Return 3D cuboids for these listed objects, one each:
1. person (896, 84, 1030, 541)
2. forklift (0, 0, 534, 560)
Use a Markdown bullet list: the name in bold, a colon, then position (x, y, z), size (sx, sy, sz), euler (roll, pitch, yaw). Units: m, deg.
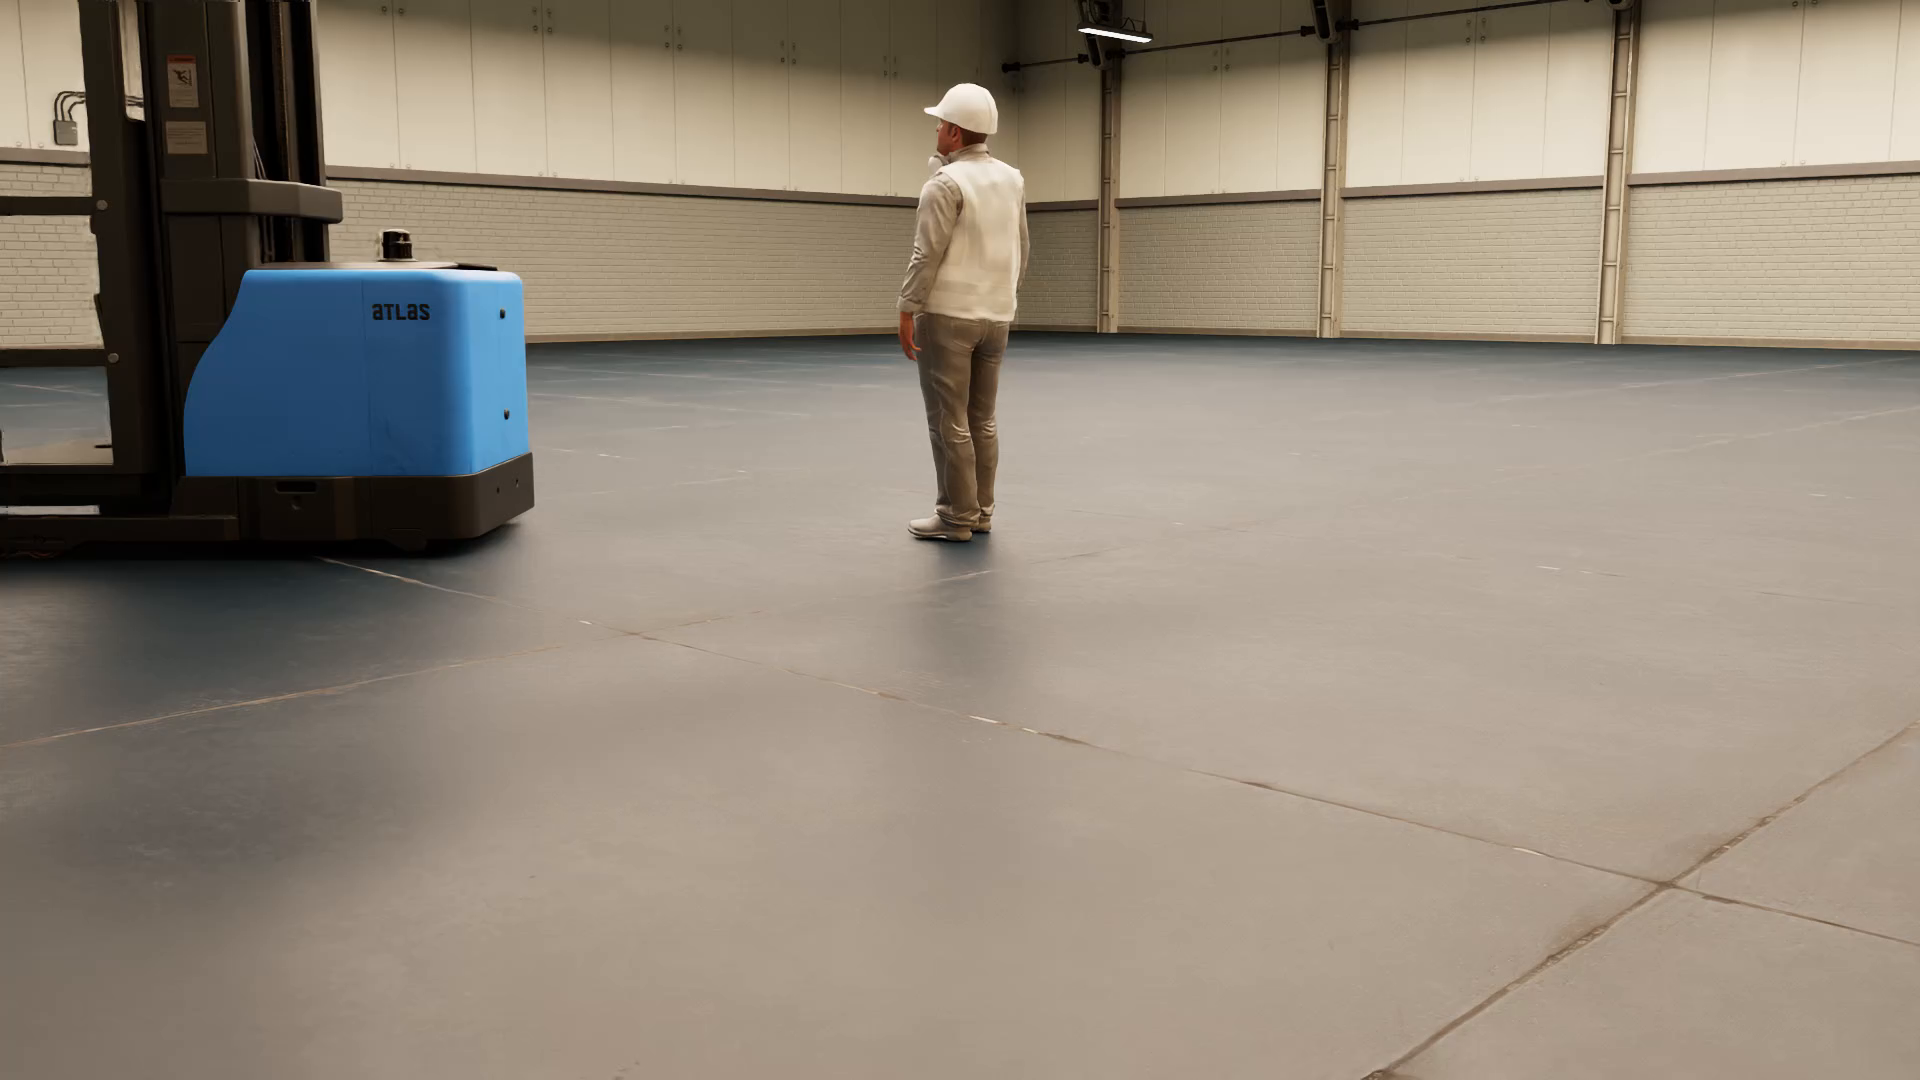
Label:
- **person**: position (-0.040, -0.892, 6.633), size (0.566, 1.775, 0.633), euler (8, 12, 43)
- **forklift**: position (-3.347, -1.454, 6.531), size (3.031, 2.935, 1.130), euler (0, 9, -1)
